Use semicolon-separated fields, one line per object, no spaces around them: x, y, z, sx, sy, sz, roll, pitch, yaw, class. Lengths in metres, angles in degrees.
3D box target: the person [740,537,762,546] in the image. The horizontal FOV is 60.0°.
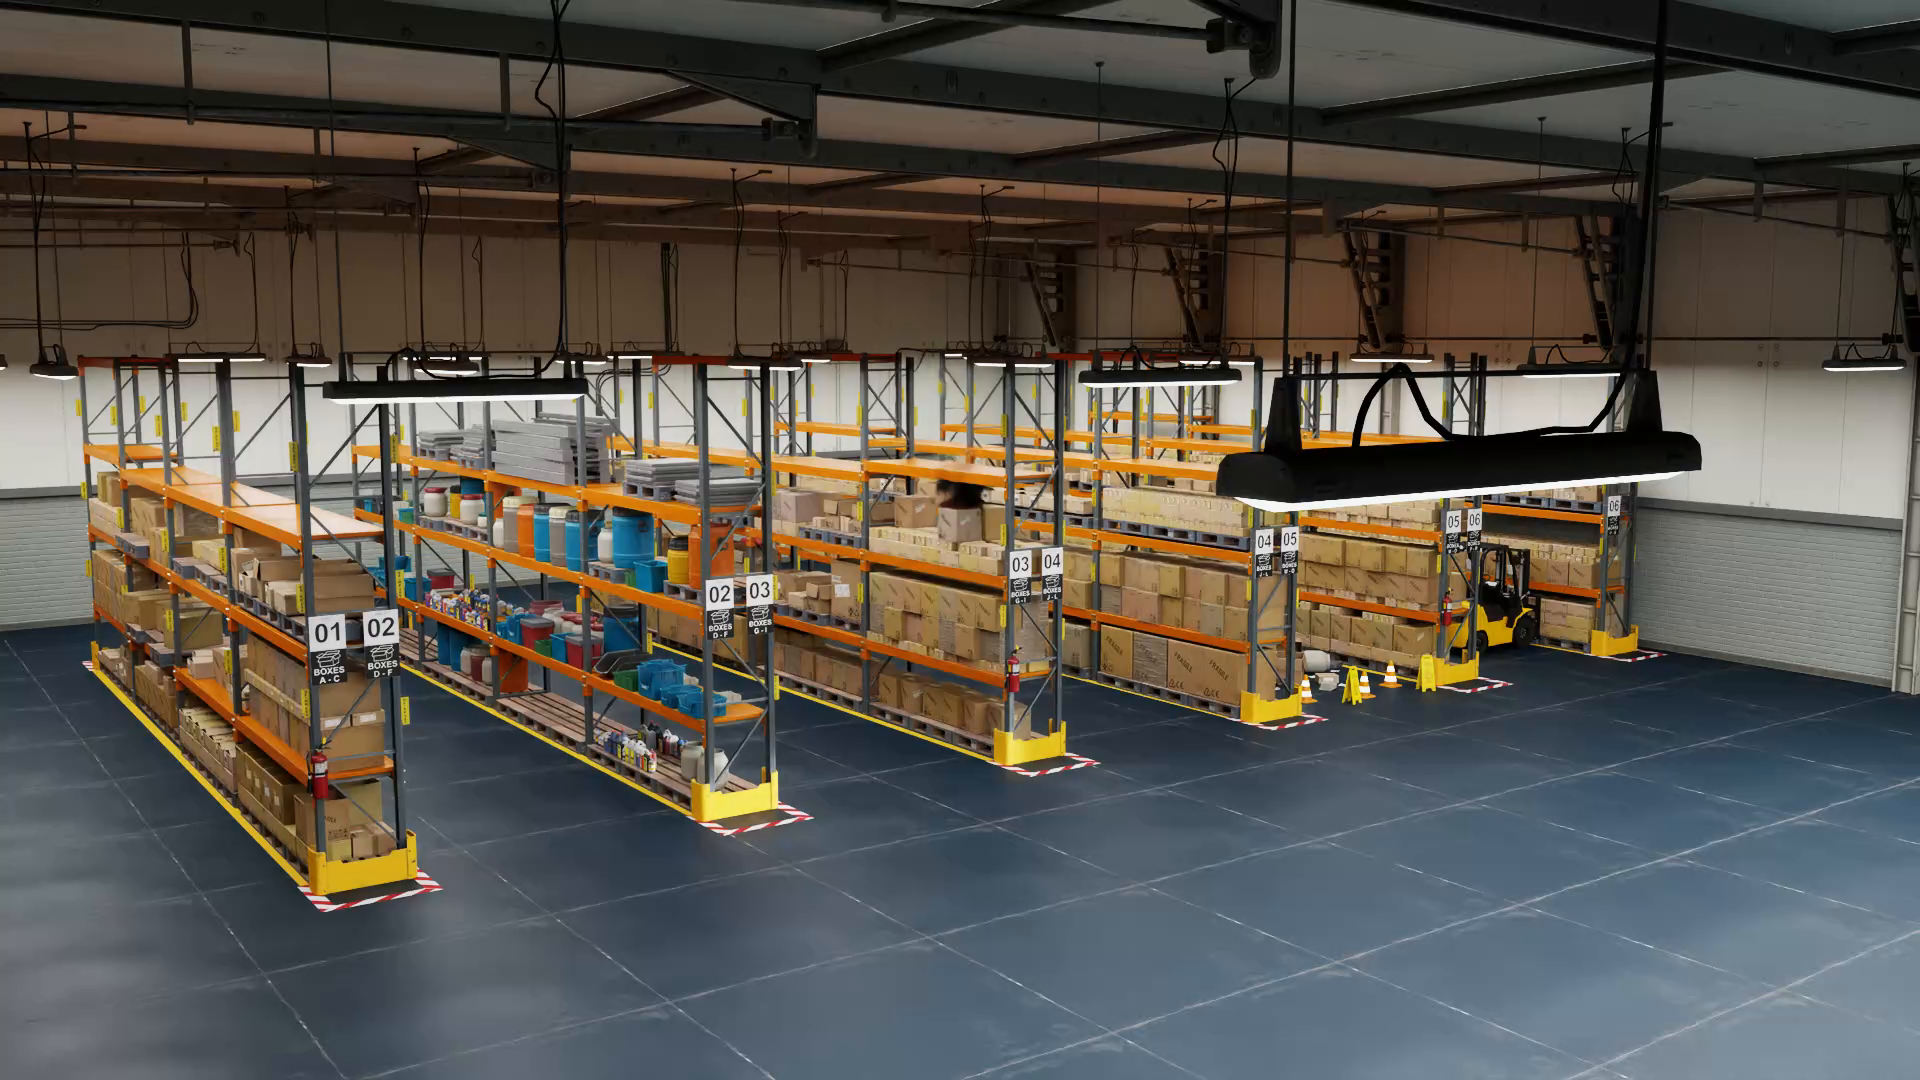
-5.184;0.554;40.770;0.721;1.683;0.911;3;7;20;person
